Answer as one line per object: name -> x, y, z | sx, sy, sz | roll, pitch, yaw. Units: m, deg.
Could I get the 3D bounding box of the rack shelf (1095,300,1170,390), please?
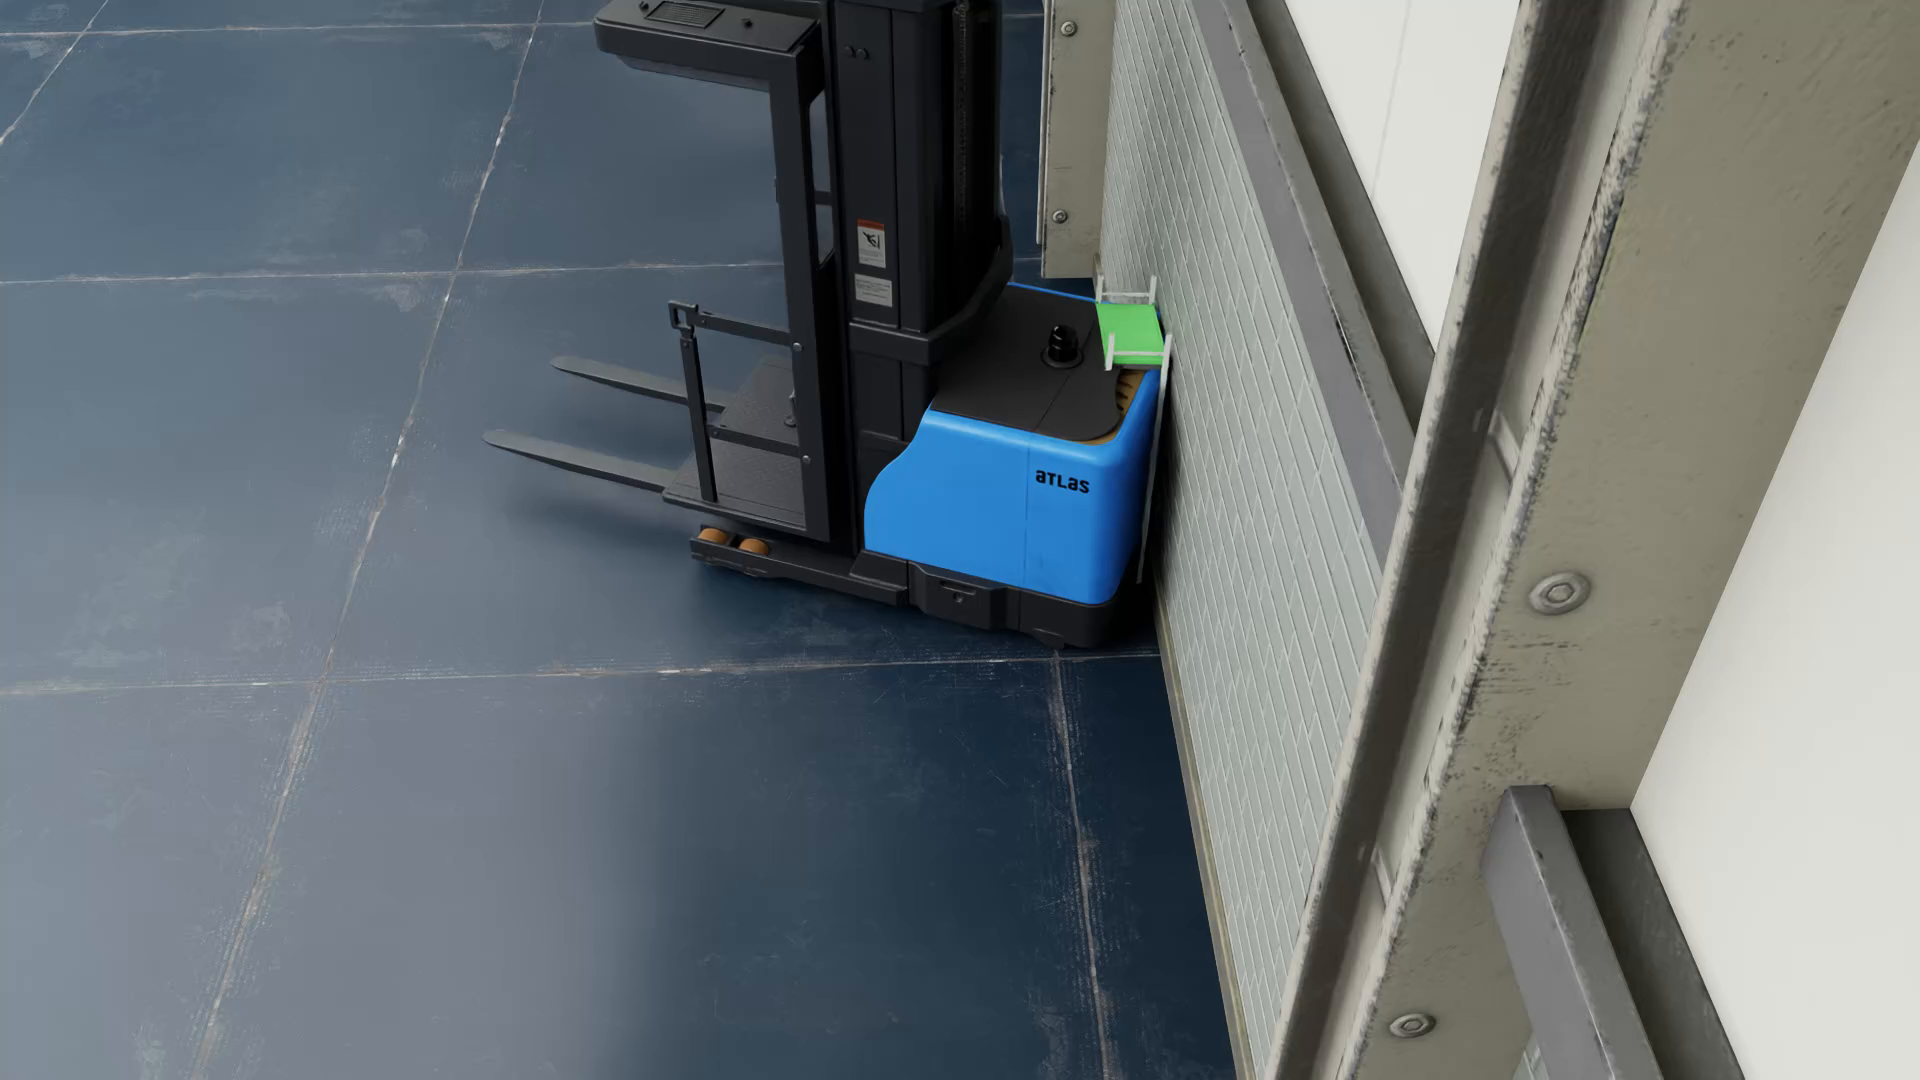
rack shelf -> 0.684, -0.786, 6.706 | 0.258, 0.148, 0.480 | 1, 36, -2

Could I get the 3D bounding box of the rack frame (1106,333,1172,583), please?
rack frame -> 0.674, -0.306, 6.753 | 0.240, 1.200, 0.015 | 1, 36, -2

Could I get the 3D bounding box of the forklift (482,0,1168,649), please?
forklift -> -0.645, -1.243, 6.587 | 3.031, 2.935, 1.130 | 14, 44, 14

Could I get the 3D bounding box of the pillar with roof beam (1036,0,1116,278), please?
pillar with roof beam -> -3.715, -4.738, 5.909 | 9.100, 9.000, 0.400 | -2, 43, -2

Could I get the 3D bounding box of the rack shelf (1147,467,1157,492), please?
rack shelf -> 0.667, -0.398, 6.988 | 0.258, 0.148, 0.480 | 1, 36, -2

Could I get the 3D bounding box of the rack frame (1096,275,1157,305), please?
rack frame -> 0.663, -0.593, 7.147 | 0.240, 1.200, 0.015 | 1, 36, -2

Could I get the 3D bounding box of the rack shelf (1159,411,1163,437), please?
rack shelf -> 0.675, -0.592, 6.847 | 0.258, 0.148, 0.480 | 1, 36, -2

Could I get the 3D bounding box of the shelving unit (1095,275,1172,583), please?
shelving unit -> 0.669, -0.450, 6.950 | 0.258, 1.200, 0.503 | 1, 36, -2

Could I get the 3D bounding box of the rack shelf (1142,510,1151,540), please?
rack shelf -> 0.658, -0.204, 7.129 | 0.258, 0.148, 0.480 | 1, 36, -2
